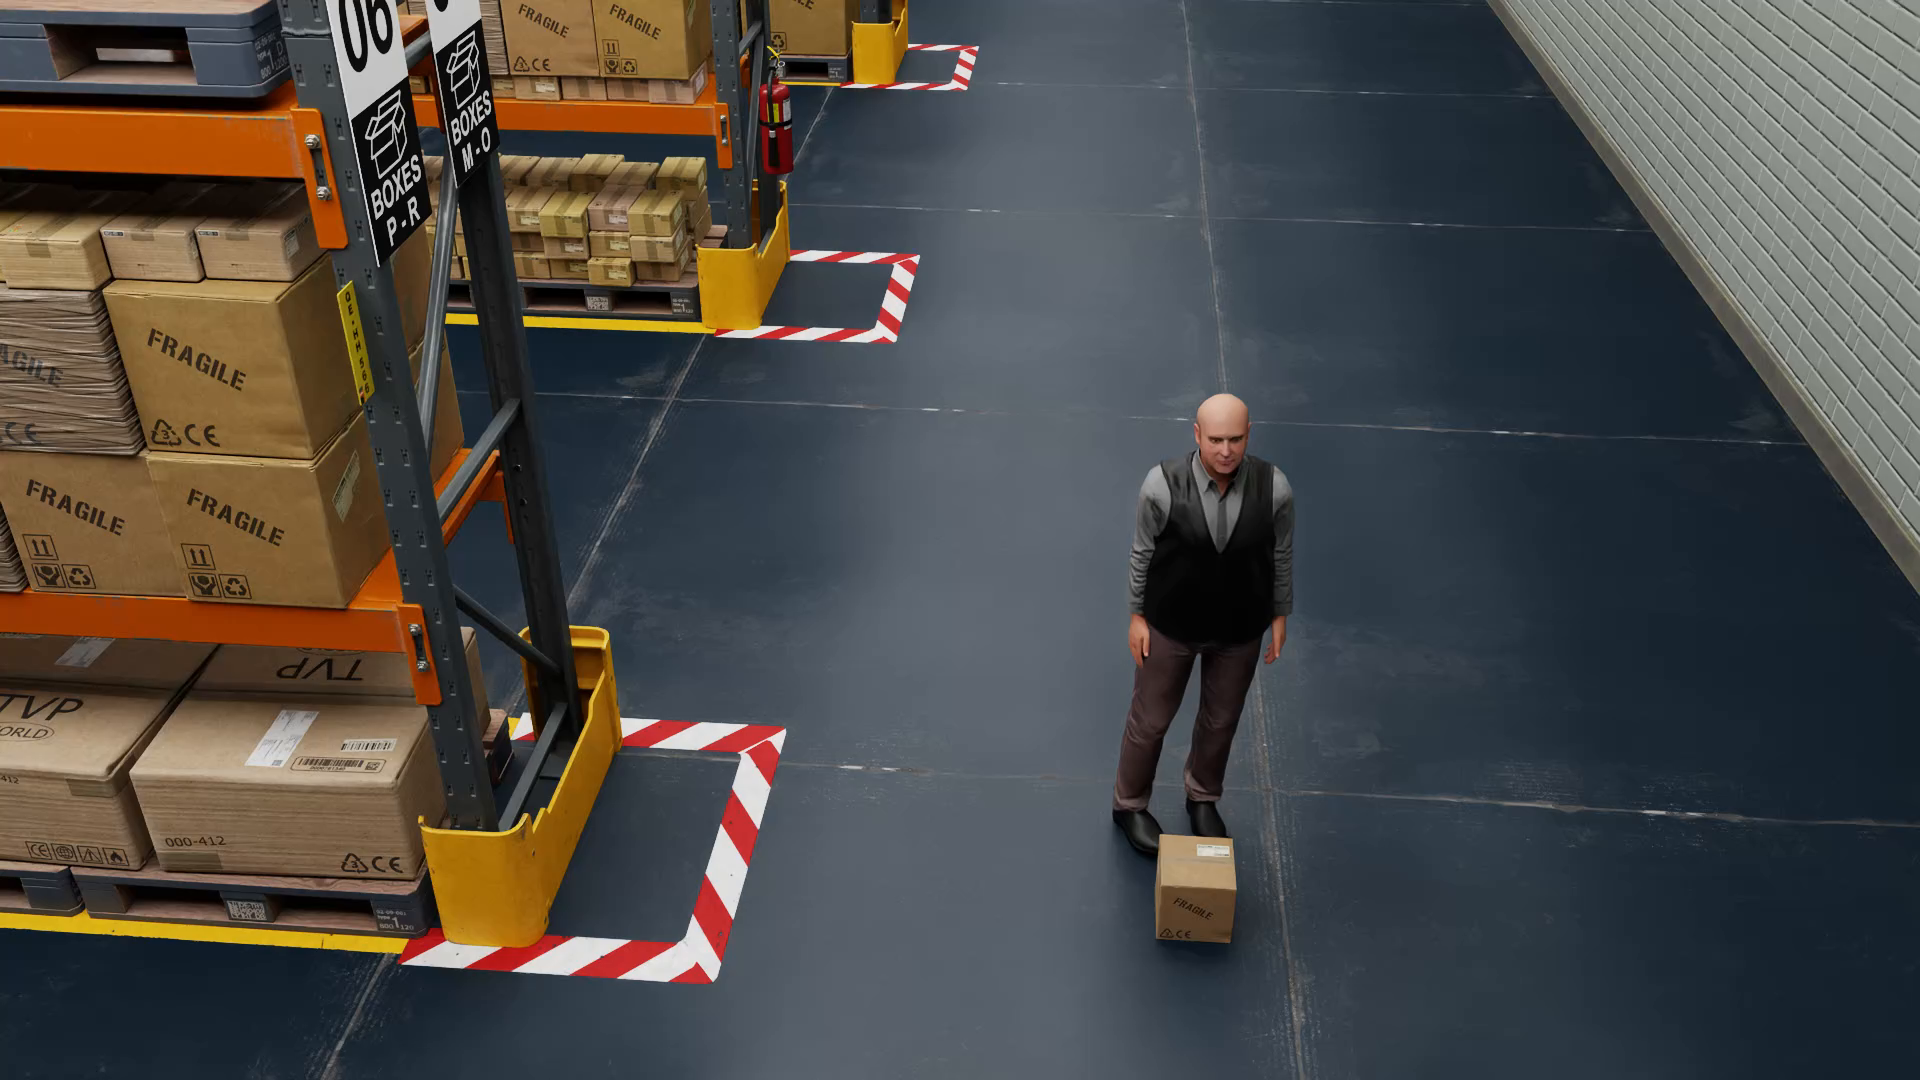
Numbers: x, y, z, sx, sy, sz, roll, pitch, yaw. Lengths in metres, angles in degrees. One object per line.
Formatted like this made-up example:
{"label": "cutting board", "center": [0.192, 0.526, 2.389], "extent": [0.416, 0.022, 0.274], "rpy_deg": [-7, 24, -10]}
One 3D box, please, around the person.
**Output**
{"label": "person", "center": [0.845, 0.303, 5.656], "extent": [0.572, 1.721, 0.402], "rpy_deg": [0, 32, -1]}
